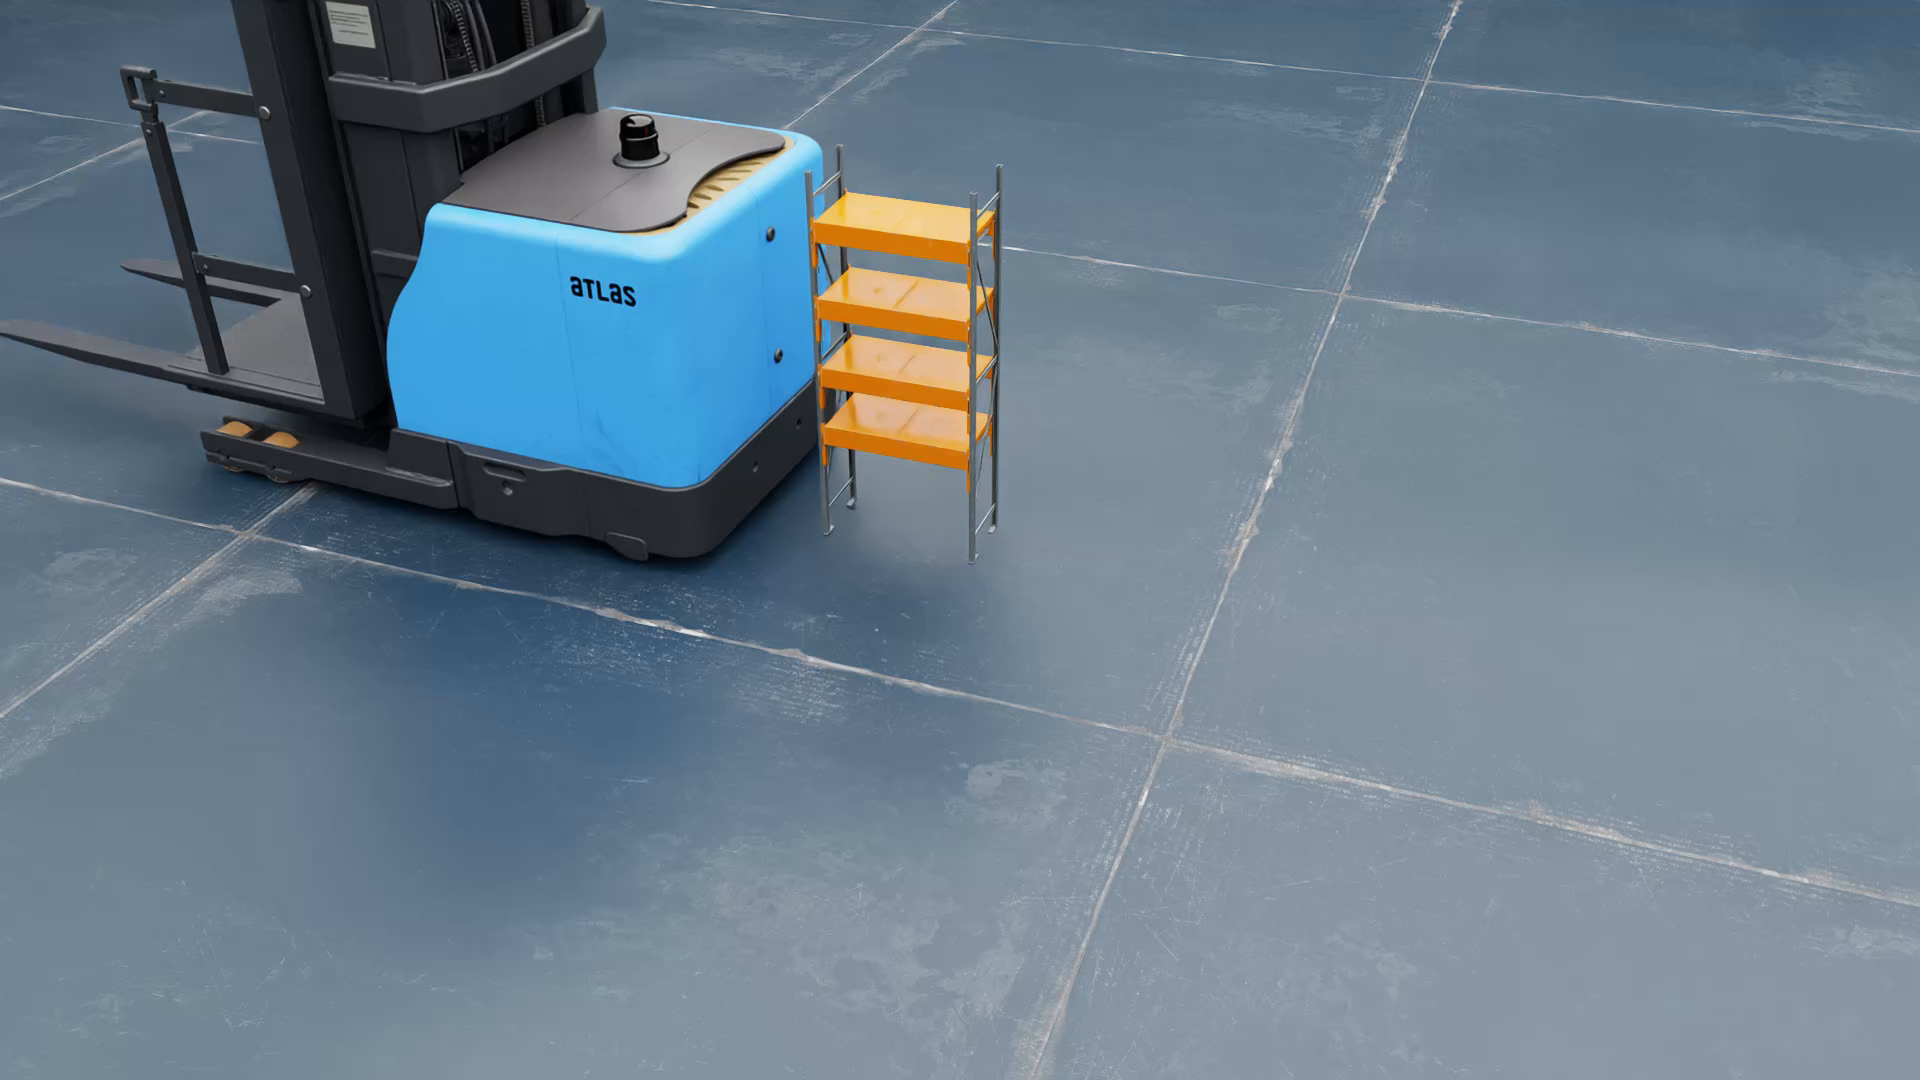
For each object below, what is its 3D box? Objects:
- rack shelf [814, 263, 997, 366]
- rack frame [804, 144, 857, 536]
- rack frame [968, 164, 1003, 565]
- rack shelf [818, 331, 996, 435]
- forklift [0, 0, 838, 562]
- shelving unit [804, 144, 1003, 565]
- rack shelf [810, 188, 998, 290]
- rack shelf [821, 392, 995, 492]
[{"bbox_3d":[-0.156,-0.666,4.887,0.480,0.148,0.258,11,34,16],"label":"rack shelf"},{"bbox_3d":[-0.386,-0.579,5.041,0.015,1.200,0.240,11,34,16],"label":"rack frame"},{"bbox_3d":[0.074,-0.490,4.902,0.015,1.200,0.240,11,34,16],"label":"rack frame"},{"bbox_3d":[-0.156,-0.478,5.008,0.480,0.148,0.258,11,34,16],"label":"rack shelf"},{"bbox_3d":[-1.988,-1.671,5.136,3.031,2.935,1.130,12,35,18],"label":"forklift"},{"bbox_3d":[-0.156,-0.534,4.971,0.503,1.200,0.258,11,34,16],"label":"shelving unit"},{"bbox_3d":[-0.156,-0.864,4.758,0.480,0.148,0.258,11,34,16],"label":"rack shelf"},{"bbox_3d":[-0.156,-0.311,5.116,0.480,0.148,0.258,11,34,16],"label":"rack shelf"}]
